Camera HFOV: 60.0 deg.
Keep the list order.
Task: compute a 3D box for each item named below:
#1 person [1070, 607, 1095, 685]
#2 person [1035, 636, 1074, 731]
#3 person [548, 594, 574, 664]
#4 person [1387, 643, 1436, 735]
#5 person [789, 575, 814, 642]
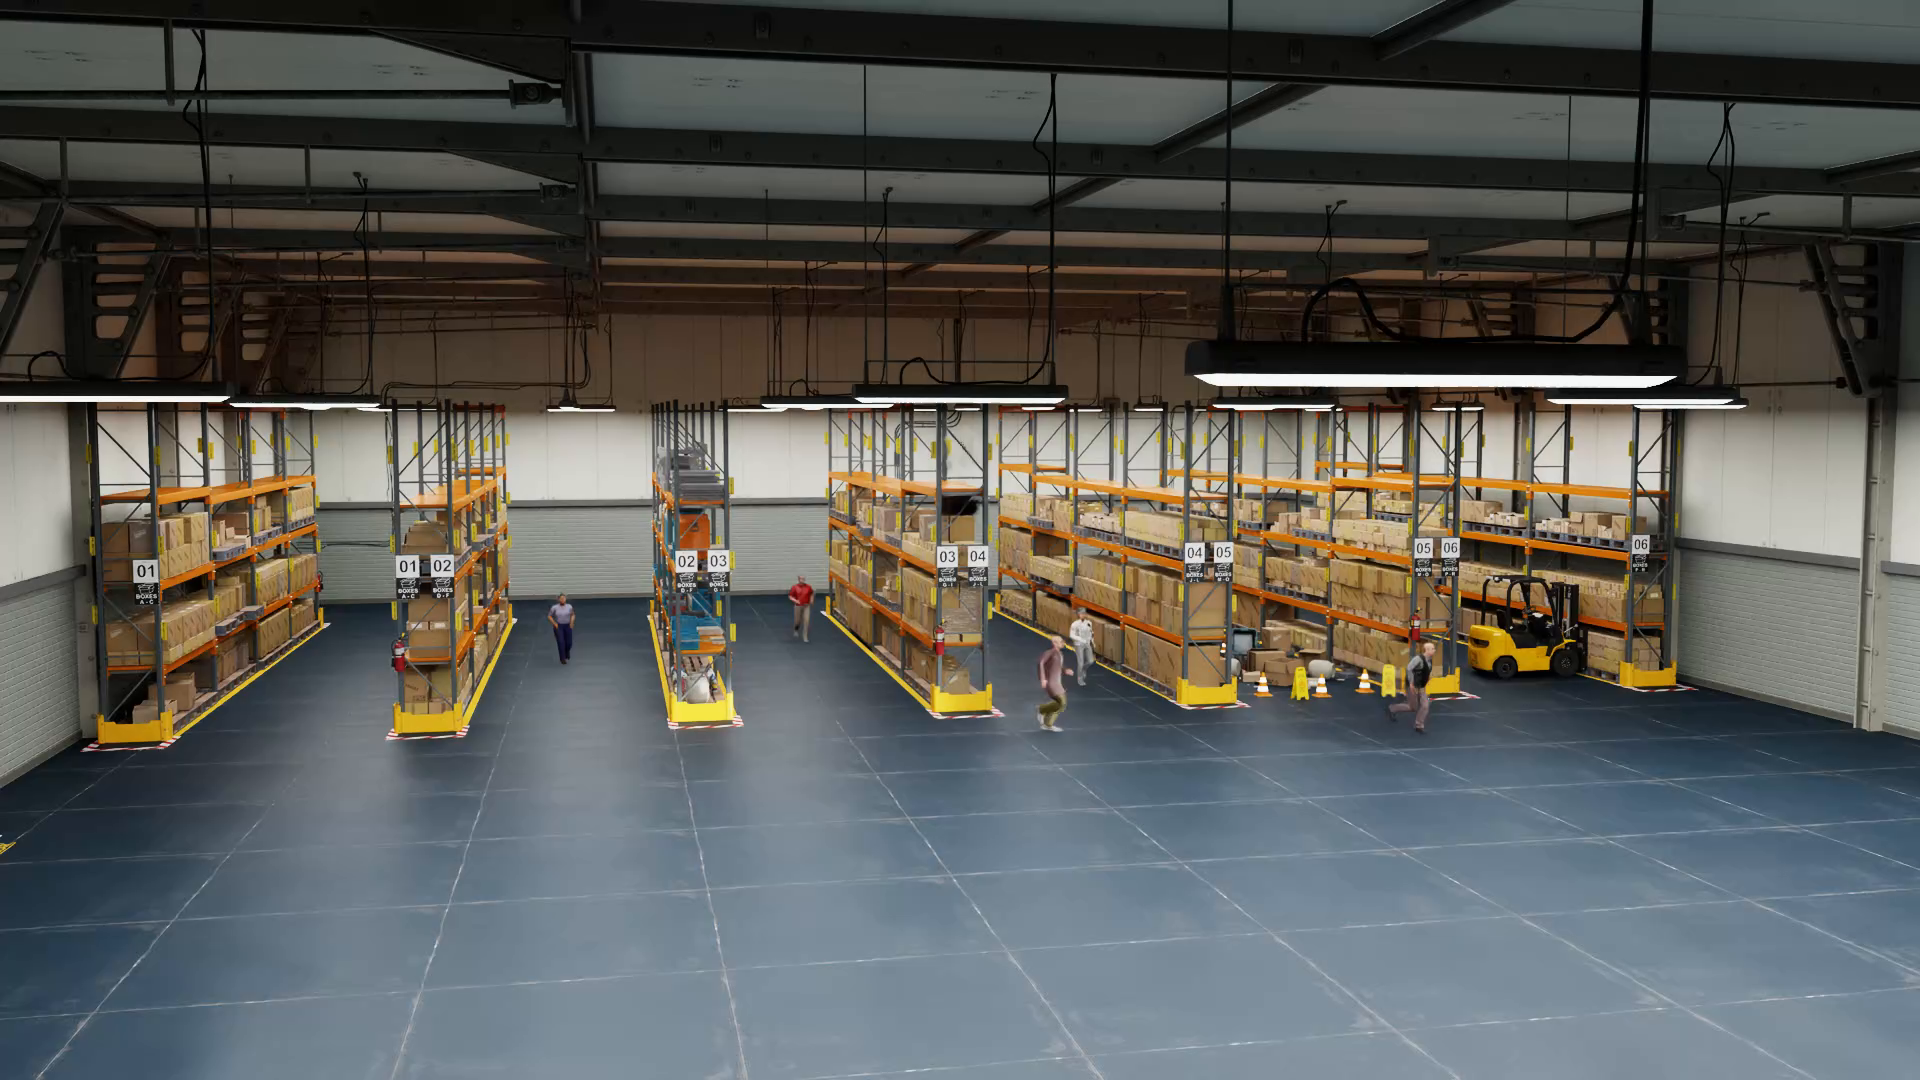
[{"bbox_3d":[2.625,2.245,35.204,0.605,1.659,0.538,-2,5,-20],"label":"person"},{"bbox_3d":[1.718,2.597,30.087,0.672,1.731,0.702,2,5,23],"label":"person"},{"bbox_3d":[-9.171,2.041,38.290,0.612,1.613,0.554,-2,5,-23],"label":"person"},{"bbox_3d":[8.156,2.657,30.028,0.893,1.674,0.661,3,5,37],"label":"person"},{"bbox_3d":[-3.982,1.716,41.975,0.674,1.681,0.782,-1,5,-17],"label":"person"}]
